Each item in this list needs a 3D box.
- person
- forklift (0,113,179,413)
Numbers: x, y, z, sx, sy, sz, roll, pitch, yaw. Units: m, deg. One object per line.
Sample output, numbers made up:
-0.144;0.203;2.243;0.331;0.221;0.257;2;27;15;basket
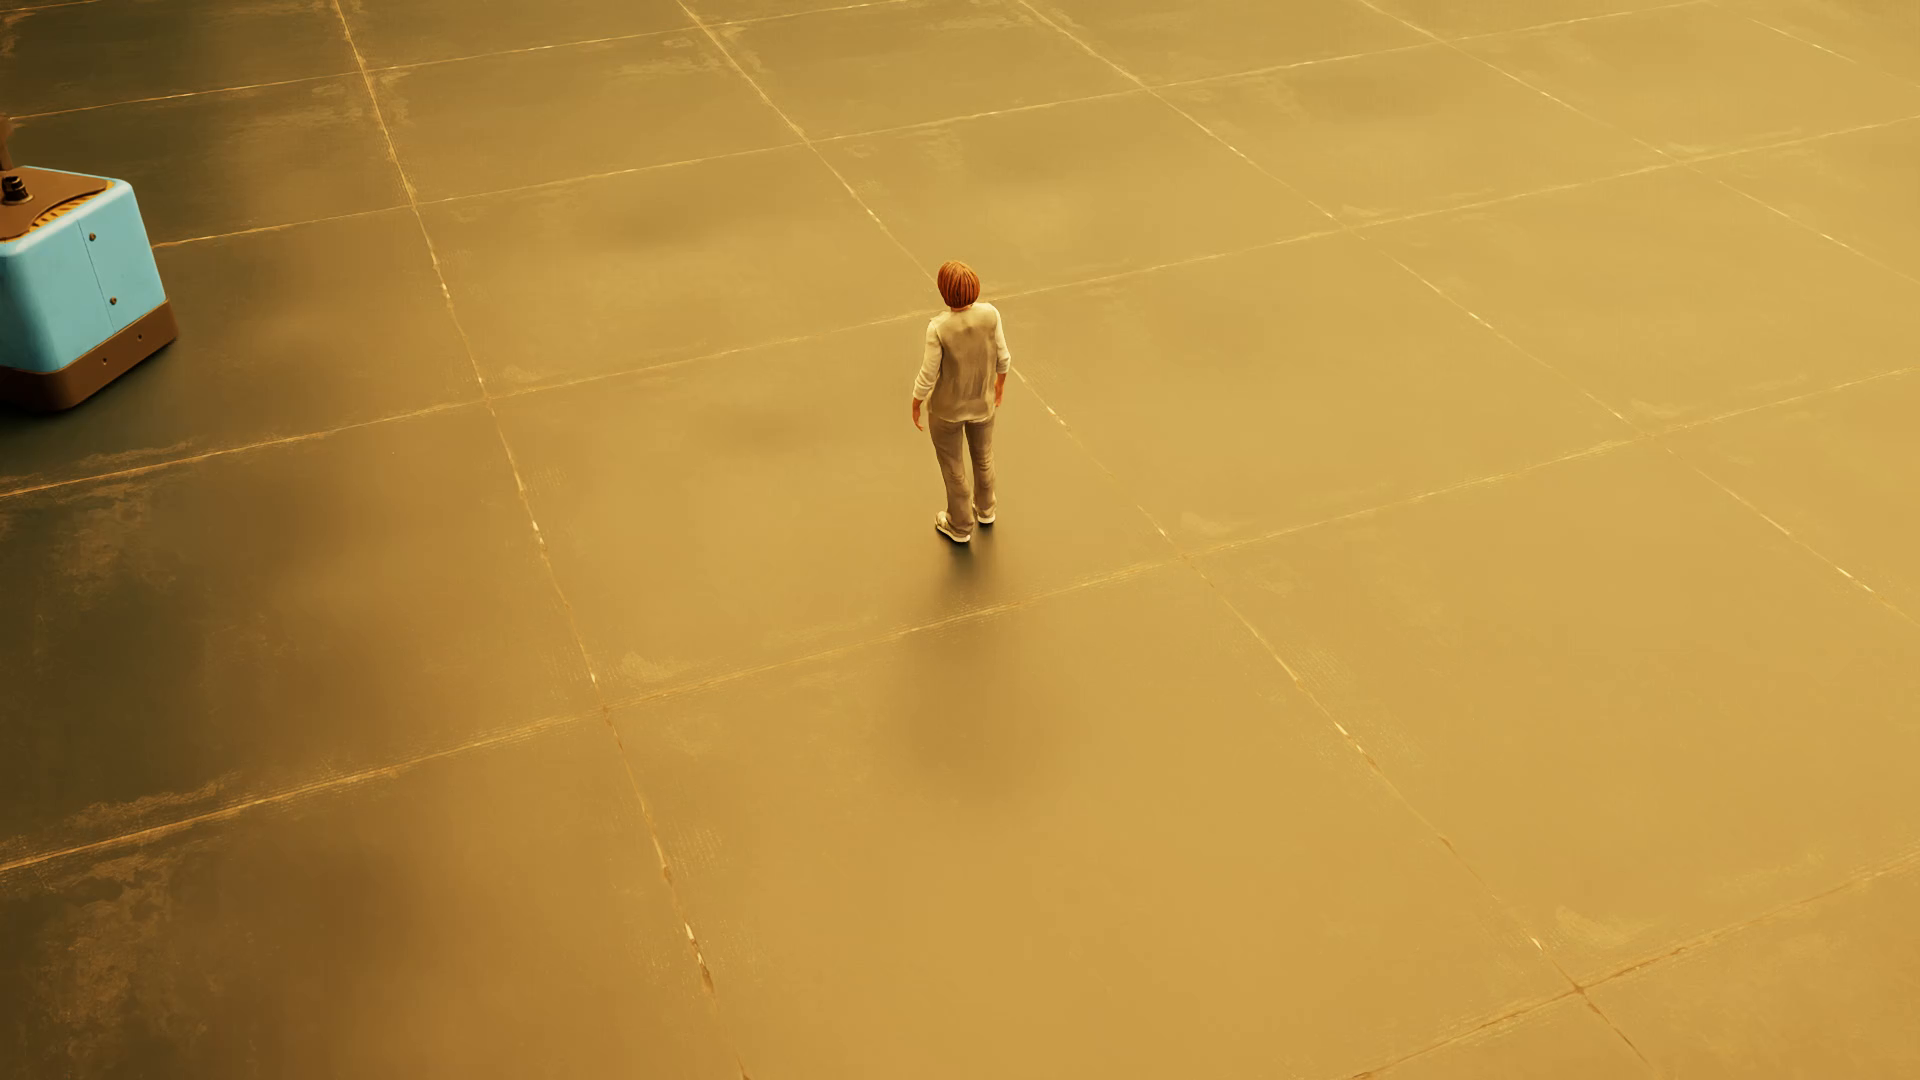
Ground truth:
-0.015;-0.699;8.220;0.520;1.597;0.475;-14;38;-19;person
-6.411;-2.421;9.503;3.031;2.935;1.130;10;37;14;forklift
